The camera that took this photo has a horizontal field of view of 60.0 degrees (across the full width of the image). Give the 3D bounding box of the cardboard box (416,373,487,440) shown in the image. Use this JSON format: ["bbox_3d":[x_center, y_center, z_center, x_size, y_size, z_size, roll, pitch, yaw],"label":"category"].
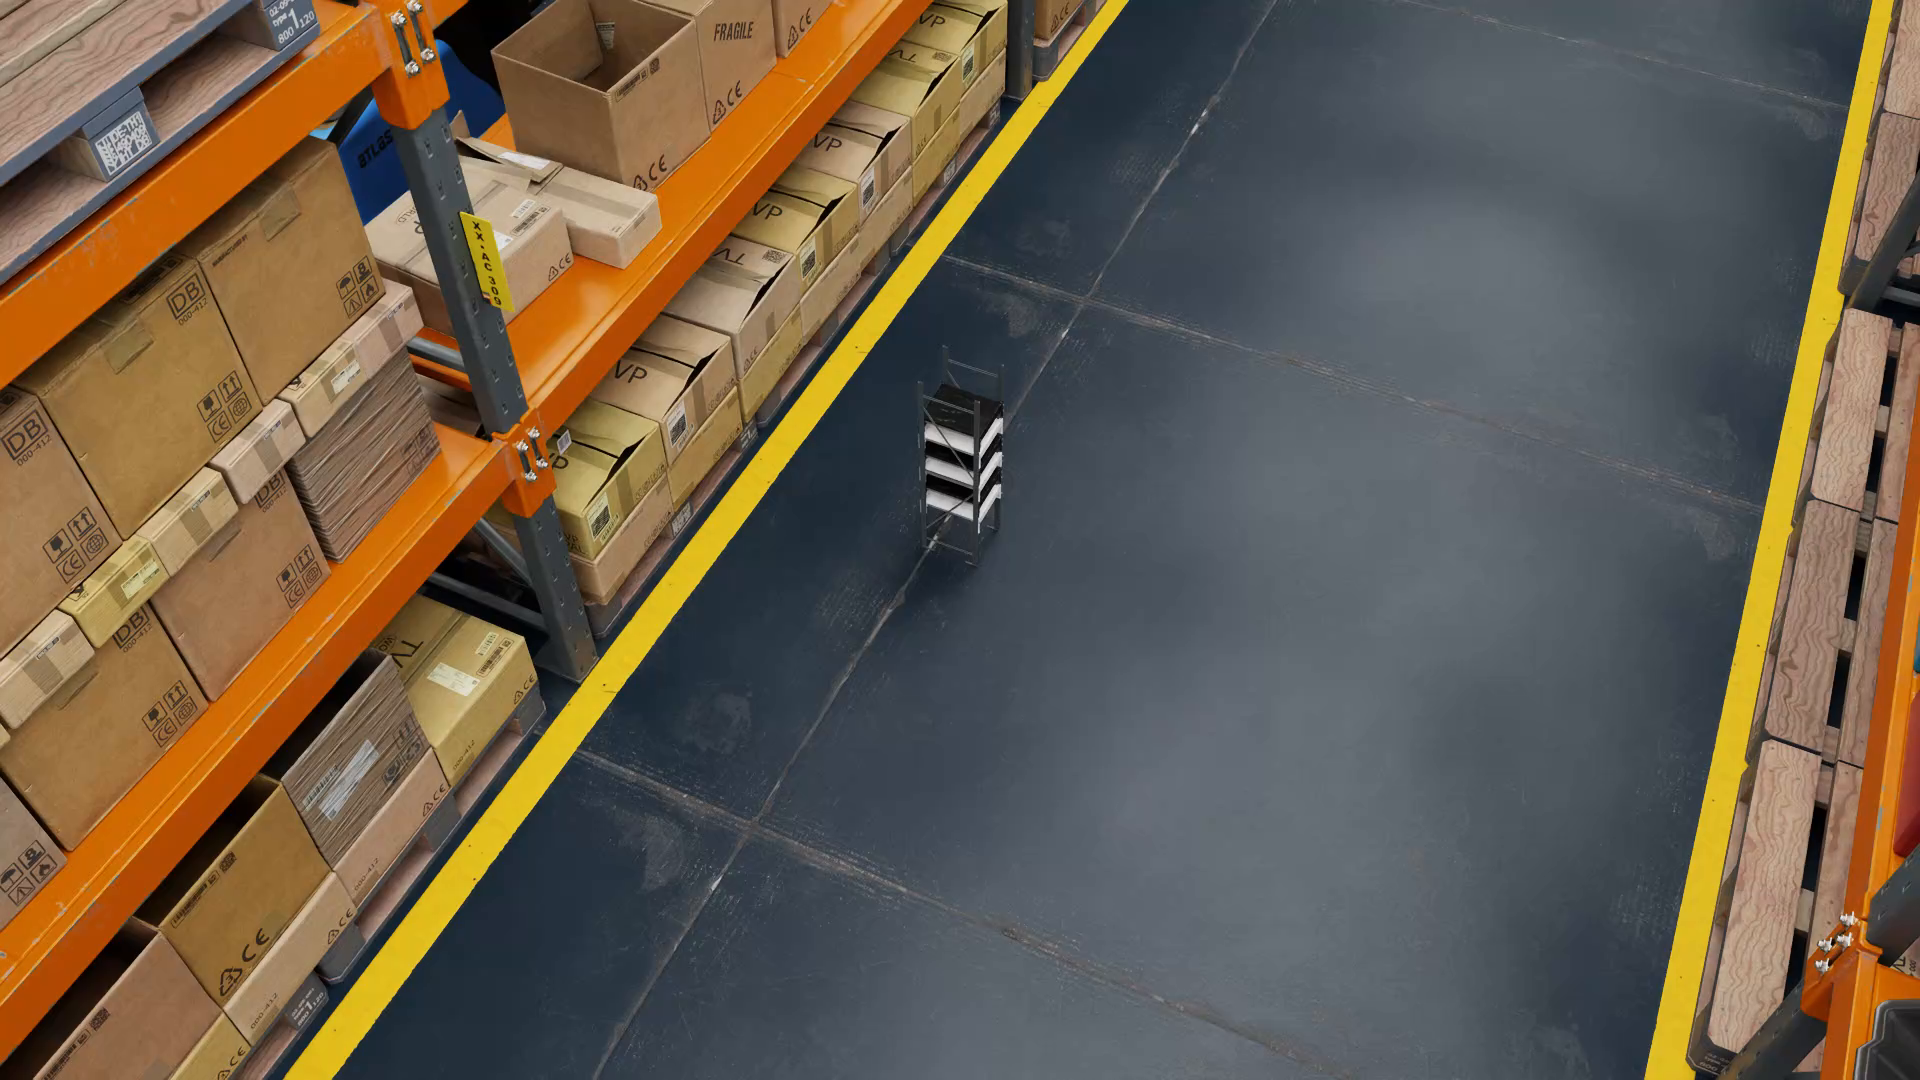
[{"bbox_3d":[-1.904,-0.443,6.134,0.500,0.311,0.500,20,52,16],"label":"cardboard box"}]

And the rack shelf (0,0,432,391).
[{"bbox_3d":[-2.672,-0.006,3.103,1.077,0.370,4.000,20,52,16],"label":"rack shelf"}]

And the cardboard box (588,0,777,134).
[{"bbox_3d":[-1.036,-1.908,6.153,0.500,0.500,0.500,20,52,16],"label":"cardboard box"}]

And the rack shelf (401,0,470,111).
[{"bbox_3d":[-0.963,-2.760,5.447,1.077,0.370,4.000,20,52,16],"label":"rack shelf"}]

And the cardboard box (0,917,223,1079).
[{"bbox_3d":[-2.453,1.293,4.532,0.500,0.500,0.500,20,52,16],"label":"cardboard box"}]

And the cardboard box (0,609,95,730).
[{"bbox_3d":[-2.284,0.244,3.896,0.380,0.149,0.250,21,53,17],"label":"cardboard box"}]

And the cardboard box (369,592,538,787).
[{"bbox_3d":[-1.818,0.501,5.699,0.500,0.250,0.500,20,52,16],"label":"cardboard box"}]

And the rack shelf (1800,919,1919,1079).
[{"bbox_3d":[1.805,2.580,2.872,1.077,0.370,4.000,20,52,16],"label":"rack shelf"}]

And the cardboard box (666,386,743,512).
[{"bbox_3d":[-1.202,-0.438,6.498,0.500,0.250,0.500,21,53,17],"label":"cardboard box"}]

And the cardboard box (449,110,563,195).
[{"bbox_3d":[-1.608,-1.266,5.761,0.396,0.266,0.258,19,52,15],"label":"cardboard box"}]

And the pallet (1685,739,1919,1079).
[{"bbox_3d":[2.960,1.320,5.303,1.003,0.211,1.213,20,52,16],"label":"pallet"}]

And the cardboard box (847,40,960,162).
[{"bbox_3d":[-0.326,-2.025,7.480,0.500,0.311,0.500,19,52,16],"label":"cardboard box"}]

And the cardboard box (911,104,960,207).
[{"bbox_3d":[-0.330,-1.846,7.696,0.500,0.250,0.500,19,52,16],"label":"cardboard box"}]

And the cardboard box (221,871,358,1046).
[{"bbox_3d":[-2.241,1.191,5.112,0.500,0.250,0.500,20,52,16],"label":"cardboard box"}]

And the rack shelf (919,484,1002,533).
[{"bbox_3d":[0.003,-0.159,6.390,0.258,0.077,0.200,20,52,16],"label":"rack shelf"}]

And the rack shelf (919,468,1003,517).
[{"bbox_3d":[0.003,-0.217,6.321,0.258,0.077,0.200,20,52,16],"label":"rack shelf"}]

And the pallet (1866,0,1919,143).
[{"bbox_3d":[5.190,-2.274,8.362,1.003,0.211,1.213,20,52,16],"label":"pallet"}]

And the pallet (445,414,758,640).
[{"bbox_3d":[-1.538,-0.261,6.648,1.003,0.211,1.213,20,52,16],"label":"pallet"}]

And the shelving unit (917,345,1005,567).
[{"bbox_3d":[0.003,-0.297,6.227,0.258,0.900,0.210,20,52,16],"label":"shelving unit"}]

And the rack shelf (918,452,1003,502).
[{"bbox_3d":[0.003,-0.276,6.253,0.258,0.077,0.200,20,52,16],"label":"rack shelf"}]

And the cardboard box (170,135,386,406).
[{"bbox_3d":[-2.002,-0.789,4.350,0.700,0.500,0.500,20,52,16],"label":"cardboard box"}]

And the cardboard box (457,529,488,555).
[{"bbox_3d":[-1.903,-0.269,6.354,0.500,0.250,0.500,19,52,16],"label":"cardboard box"}]

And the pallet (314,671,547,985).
[{"bbox_3d":[-2.195,0.793,5.751,1.003,0.211,1.213,20,52,16],"label":"pallet"}]

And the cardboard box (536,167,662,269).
[{"bbox_3d":[-1.254,-1.106,5.702,0.380,0.149,0.250,20,52,16],"label":"cardboard box"}]

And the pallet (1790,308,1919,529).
[{"bbox_3d":[4.002,-0.360,6.733,1.003,0.211,1.213,20,52,16],"label":"pallet"}]

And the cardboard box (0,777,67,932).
[{"bbox_3d":[-2.657,0.694,3.940,0.700,0.500,0.500,21,53,17],"label":"cardboard box"}]

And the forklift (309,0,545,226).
[{"bbox_3d":[-2.306,-2.983,7.178,1.130,2.935,3.031,19,52,15],"label":"forklift"}]

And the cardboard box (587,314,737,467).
[{"bbox_3d":[-1.197,-0.618,6.282,0.500,0.311,0.500,19,52,16],"label":"cardboard box"}]

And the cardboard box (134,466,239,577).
[{"bbox_3d":[-2.068,-0.098,4.187,0.380,0.149,0.250,20,52,16],"label":"cardboard box"}]

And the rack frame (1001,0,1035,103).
[{"bbox_3d":[-0.109,-3.399,7.487,1.000,3.000,0.127,20,52,16],"label":"rack frame"}]

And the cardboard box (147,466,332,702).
[{"bbox_3d":[-2.221,-0.004,4.533,0.700,0.500,0.500,19,52,16],"label":"cardboard box"}]

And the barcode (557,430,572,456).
[{"bbox_3d":[-1.332,-0.328,5.597,0.001,0.075,0.075,20,52,16],"label":"barcode"}]

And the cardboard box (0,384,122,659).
[{"bbox_3d":[-2.431,-0.096,3.760,0.700,0.500,0.500,20,52,16],"label":"cardboard box"}]

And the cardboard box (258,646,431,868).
[{"bbox_3d":[-2.042,0.599,5.123,0.500,0.500,0.500,20,52,16],"label":"cardboard box"}]

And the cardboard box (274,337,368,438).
[{"bbox_3d":[-1.848,-0.460,4.496,0.380,0.149,0.250,19,52,15],"label":"cardboard box"}]

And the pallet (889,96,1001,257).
[{"bbox_3d":[-0.496,-1.941,8.078,1.003,0.211,1.213,20,52,16],"label":"pallet"}]

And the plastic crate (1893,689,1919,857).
[{"bbox_3d":[2.590,0.516,4.114,0.402,0.464,0.583,20,52,16],"label":"plastic crate"}]

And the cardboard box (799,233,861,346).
[{"bbox_3d":[-0.765,-1.145,7.100,0.500,0.250,0.500,21,53,17],"label":"cardboard box"}]

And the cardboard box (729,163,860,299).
[{"bbox_3d":[-0.760,-1.334,6.892,0.500,0.311,0.500,21,53,17],"label":"cardboard box"}]

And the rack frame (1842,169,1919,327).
[{"bbox_3d":[4.368,-1.784,6.114,1.000,3.000,0.127,20,52,16],"label":"rack frame"}]

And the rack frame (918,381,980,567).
[{"bbox_3d":[-0.040,-0.227,6.168,0.240,0.900,0.006,20,52,16],"label":"rack frame"}]
